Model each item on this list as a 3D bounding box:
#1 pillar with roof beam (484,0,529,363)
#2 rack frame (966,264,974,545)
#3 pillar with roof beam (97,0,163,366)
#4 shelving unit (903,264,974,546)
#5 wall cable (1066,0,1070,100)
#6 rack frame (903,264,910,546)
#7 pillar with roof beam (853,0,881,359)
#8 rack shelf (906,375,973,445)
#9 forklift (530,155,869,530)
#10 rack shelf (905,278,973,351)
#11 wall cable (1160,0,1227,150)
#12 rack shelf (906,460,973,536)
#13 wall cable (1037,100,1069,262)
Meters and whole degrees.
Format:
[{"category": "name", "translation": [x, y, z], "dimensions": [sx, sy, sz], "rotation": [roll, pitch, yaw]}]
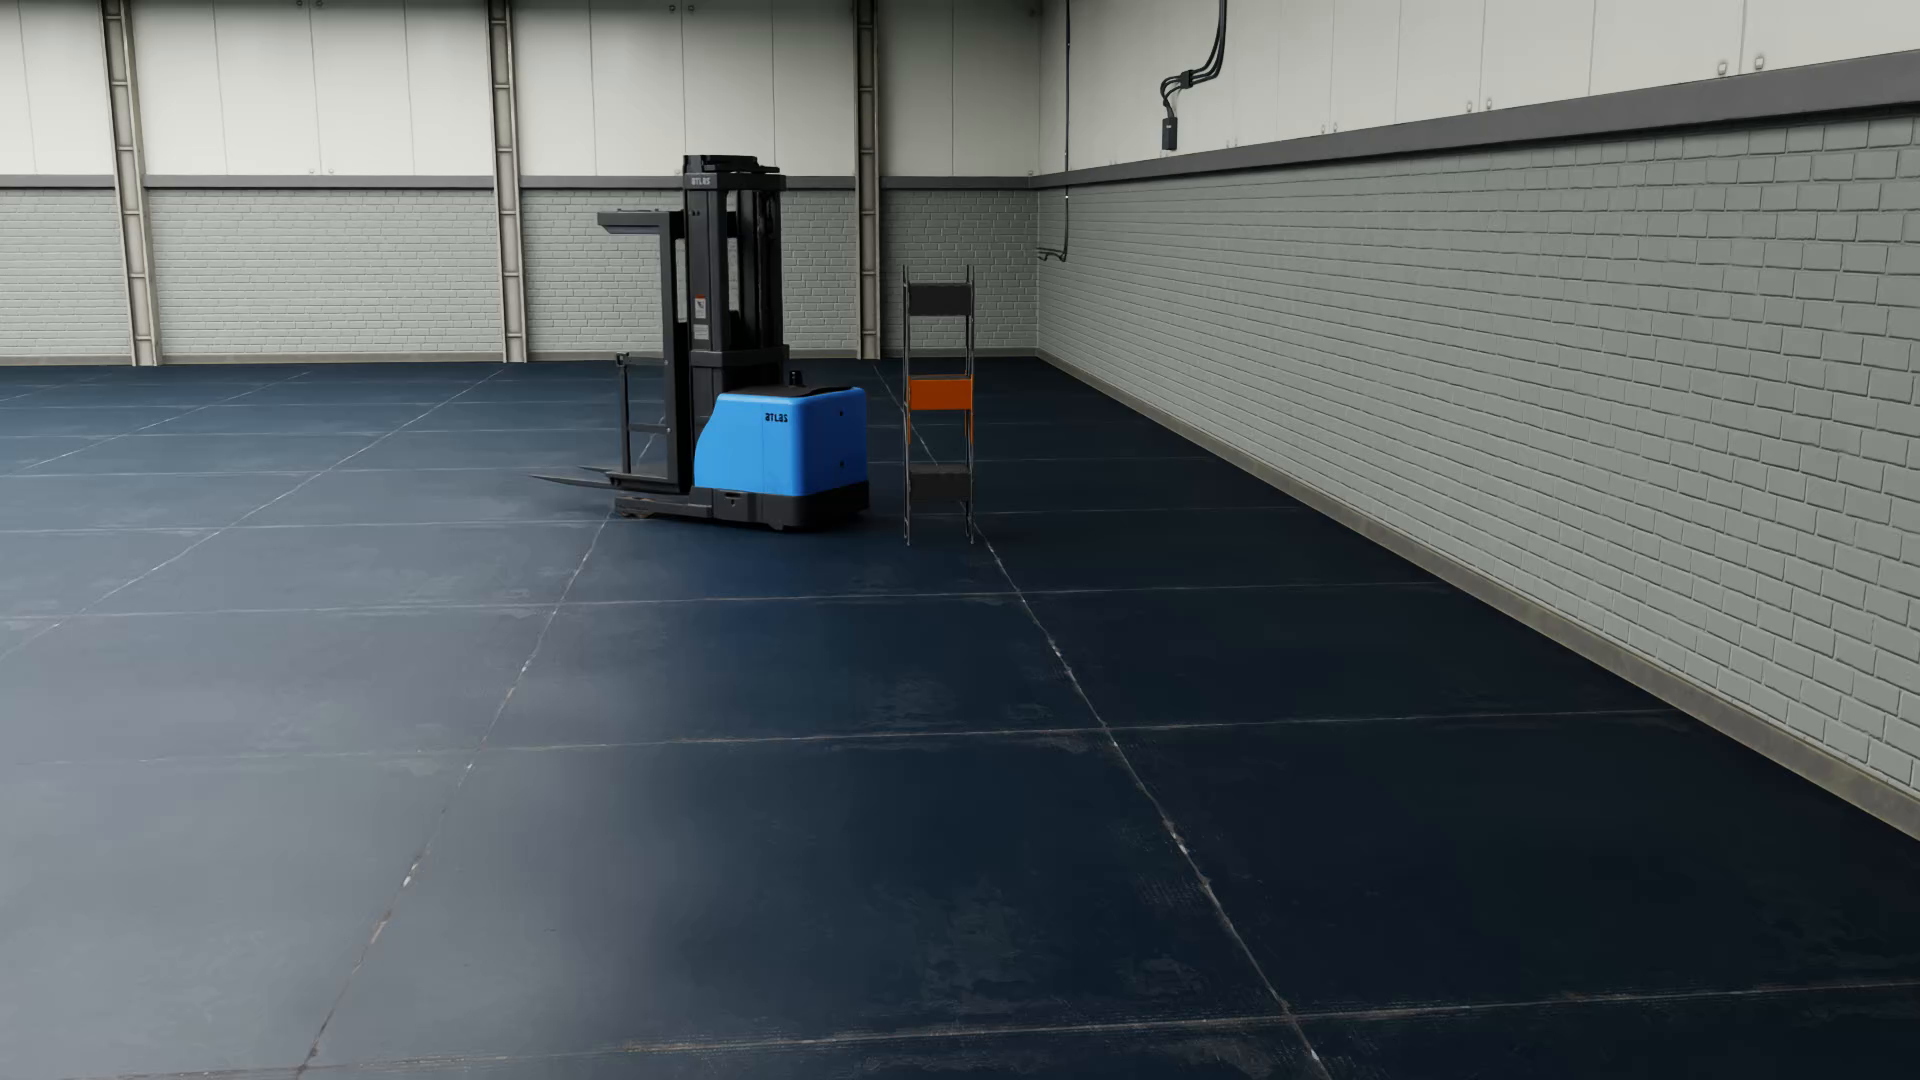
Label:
[{"category": "pillar with roof beam", "translation": [-7.089, -6.628, 23.254], "dimensions": [0.400, 9.000, 9.100], "rotation": [-1, 11, -6]}, {"category": "rack frame", "translation": [0.078, -1.032, 12.674], "dimensions": [0.015, 2.100, 0.400], "rotation": [-1, 11, -6]}, {"category": "pillar with roof beam", "translation": [-13.054, -6.503, 22.619], "dimensions": [0.400, 9.000, 9.100], "rotation": [-1, 11, -6]}, {"category": "shelving unit", "translation": [-0.165, -1.027, 12.648], "dimensions": [0.503, 2.100, 0.431], "rotation": [-1, 11, -6]}, {"category": "wall cable", "translation": [1.774, -7.822, 24.285], "dimensions": [0.112, 2.526, 3.097], "rotation": [-1, 11, -6]}, {"category": "rack frame", "translation": [-0.407, -1.022, 12.622], "dimensions": [0.015, 2.100, 0.400], "rotation": [-1, 11, -6]}, {"category": "pillar with roof beam", "translation": [-1.124, -6.753, 23.890], "dimensions": [0.400, 9.000, 9.100], "rotation": [-1, 11, -6]}, {"category": "rack shelf", "translation": [-0.165, -1.013, 12.651], "dimensions": [0.480, 0.518, 0.431], "rotation": [-1, 11, -6]}, {"category": "forklift", "translation": [-2.294, -1.696, 13.899], "dimensions": [3.031, 2.935, 1.130], "rotation": [6, 13, 29]}, {"category": "rack shelf", "translation": [-0.165, -1.700, 12.516], "dimensions": [0.480, 0.518, 0.431], "rotation": [-1, 11, -6]}, {"category": "wall cable", "translation": [2.492, -7.234, 17.521], "dimensions": [0.169, 6.003, 2.305], "rotation": [-1, 11, -6]}, {"category": "rack shelf", "translation": [-0.165, -0.327, 12.786], "dimensions": [0.480, 0.518, 0.431], "rotation": [-1, 11, -6]}, {"category": "wall cable", "translation": [1.482, -5.863, 27.411], "dimensions": [0.112, 2.526, 3.097], "rotation": [-1, 11, -6]}]
